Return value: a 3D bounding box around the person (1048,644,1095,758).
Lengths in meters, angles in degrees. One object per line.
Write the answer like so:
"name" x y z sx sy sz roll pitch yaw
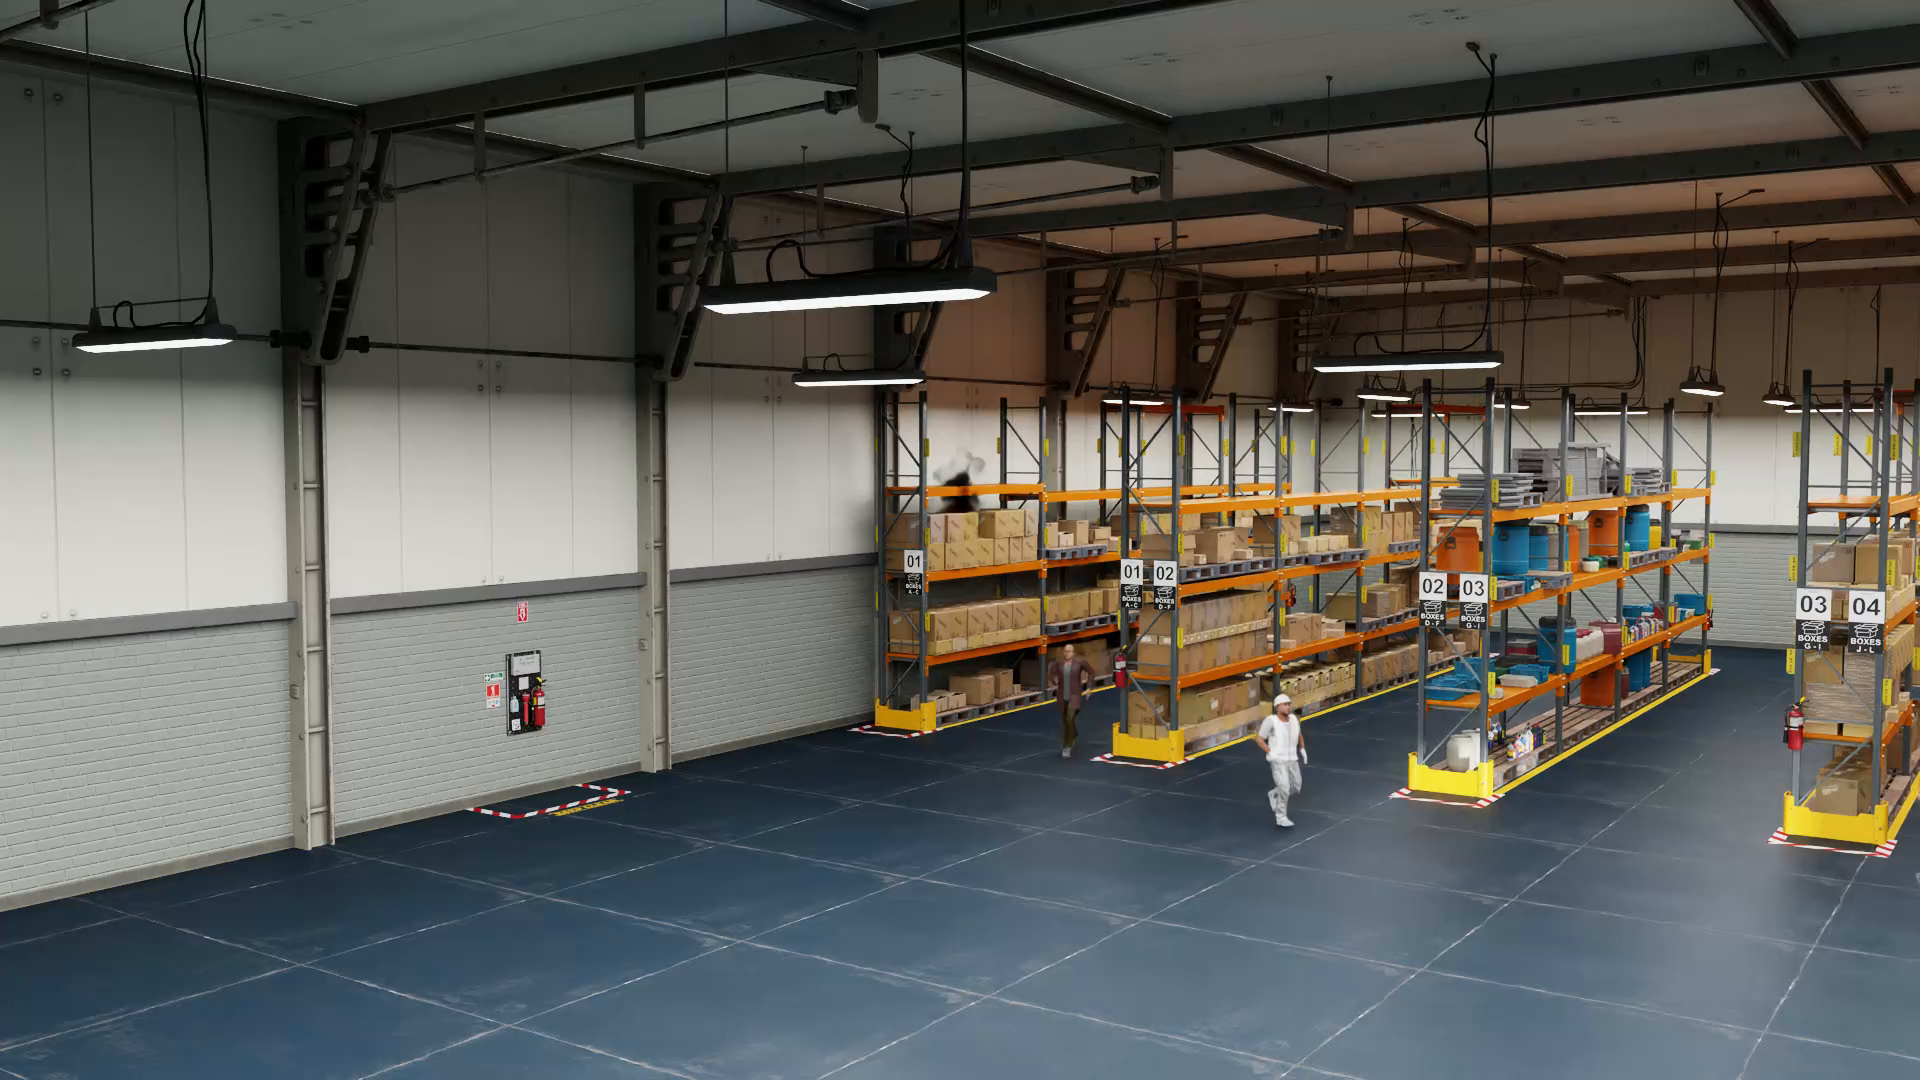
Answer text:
"person" 1.803 2.608 27.280 0.729 1.816 0.993 1 3 25

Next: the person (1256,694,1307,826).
"person" 4.255 2.908 22.069 0.730 1.739 0.608 -2 4 -27
